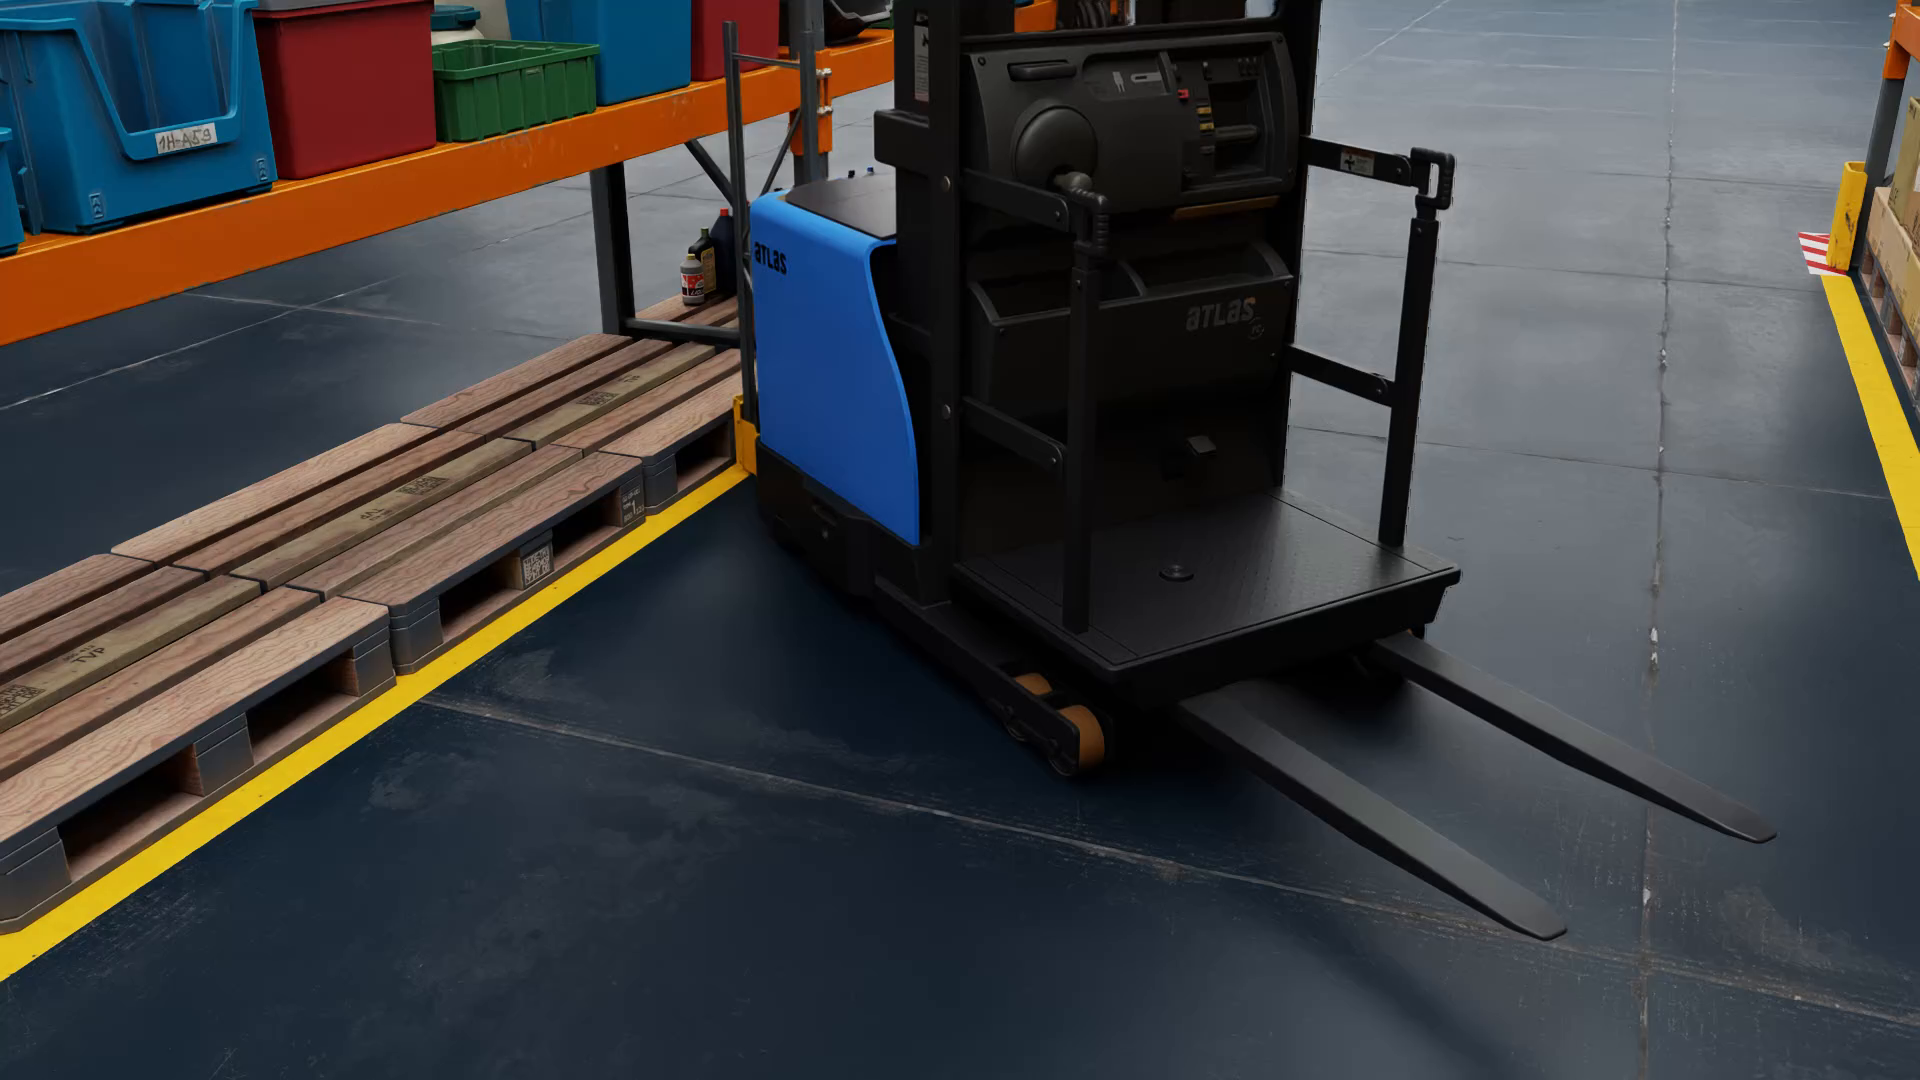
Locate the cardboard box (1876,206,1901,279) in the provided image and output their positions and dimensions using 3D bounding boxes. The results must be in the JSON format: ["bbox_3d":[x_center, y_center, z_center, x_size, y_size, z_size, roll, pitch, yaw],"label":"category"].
[{"bbox_3d":[4.508,-1.338,7.583,0.500,0.250,0.500,9,24,20],"label":"cardboard box"}]

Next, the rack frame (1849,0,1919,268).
[{"bbox_3d":[5.096,-2.752,7.947,1.000,3.000,0.127,9,24,20],"label":"rack frame"}]

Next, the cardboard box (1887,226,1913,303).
[{"bbox_3d":[4.322,-1.159,7.155,0.500,0.250,0.500,9,24,20],"label":"cardboard box"}]

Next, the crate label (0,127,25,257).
[{"bbox_3d":[-1.968,-0.620,3.059,0.303,0.233,0.416,9,24,20],"label":"crate label"}]

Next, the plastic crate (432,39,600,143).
[{"bbox_3d":[-1.372,-1.270,4.673,0.450,0.188,0.662,9,24,20],"label":"plastic crate"}]

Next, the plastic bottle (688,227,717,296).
[{"bbox_3d":[-1.115,-1.200,7.185,0.061,0.283,0.133,10,25,23],"label":"plastic bottle"}]

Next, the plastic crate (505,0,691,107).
[{"bbox_3d":[-1.108,-1.585,5.173,0.392,0.384,0.575,9,24,20],"label":"plastic crate"}]

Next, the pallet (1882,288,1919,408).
[{"bbox_3d":[4.396,-0.751,6.774,1.003,0.211,1.213,9,24,20],"label":"pallet"}]

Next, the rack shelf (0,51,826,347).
[{"bbox_3d":[-1.730,-0.984,4.647,1.077,0.370,4.000,9,24,20],"label":"rack shelf"}]

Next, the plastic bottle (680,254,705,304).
[{"bbox_3d":[-1.142,-1.118,7.094,0.097,0.201,0.097,0,23,0],"label":"plastic bottle"}]

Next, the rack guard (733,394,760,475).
[{"bbox_3d":[-0.588,-0.307,5.637,0.087,0.250,0.587,-16,27,-34],"label":"rack guard"}]

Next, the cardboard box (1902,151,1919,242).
[{"bbox_3d":[4.333,-1.503,7.007,0.500,0.500,0.500,9,24,20],"label":"cardboard box"}]

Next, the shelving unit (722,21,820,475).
[{"bbox_3d":[-0.194,-1.001,5.683,1.083,1.500,0.587,-16,27,-34],"label":"shelving unit"}]

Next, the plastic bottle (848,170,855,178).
[{"bbox_3d":[-0.565,-1.730,8.453,0.061,0.283,0.133,9,24,21],"label":"plastic bottle"}]

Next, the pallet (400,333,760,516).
[{"bbox_3d":[-1.243,-0.458,6.073,1.003,0.211,1.213,9,24,20],"label":"pallet"}]

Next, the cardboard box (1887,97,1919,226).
[{"bbox_3d":[4.507,-1.684,7.440,0.500,0.500,0.500,9,24,20],"label":"cardboard box"}]

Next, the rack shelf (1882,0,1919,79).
[{"bbox_3d":[4.353,-1.705,6.372,1.077,0.370,4.000,9,24,20],"label":"rack shelf"}]

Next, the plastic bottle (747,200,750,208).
[{"bbox_3d":[-0.944,-1.352,7.462,0.144,0.351,0.185,8,24,17],"label":"plastic bottle"}]

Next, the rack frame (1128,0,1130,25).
[{"bbox_3d":[0.499,-3.463,9.648,1.000,3.000,0.127,9,24,20],"label":"rack frame"}]

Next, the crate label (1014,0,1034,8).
[{"bbox_3d":[0.066,-2.782,7.972,0.502,0.435,0.616,9,24,20],"label":"crate label"}]

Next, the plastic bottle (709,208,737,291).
[{"bbox_3d":[-1.016,-1.284,7.298,0.144,0.351,0.185,8,24,19],"label":"plastic bottle"}]

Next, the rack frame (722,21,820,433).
[{"bbox_3d":[-0.592,-0.886,5.404,0.032,1.500,0.500,-16,27,-34],"label":"rack frame"}]

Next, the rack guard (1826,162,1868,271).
[{"bbox_3d":[5.105,-1.607,8.450,1.175,0.500,0.348,9,24,20],"label":"rack guard"}]

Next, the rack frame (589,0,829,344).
[{"bbox_3d":[-0.987,-2.031,6.221,1.000,3.000,0.127,9,24,20],"label":"rack frame"}]

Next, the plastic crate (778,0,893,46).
[{"bbox_3d":[-0.675,-2.172,6.638,0.767,0.338,0.504,9,24,20],"label":"plastic crate"}]

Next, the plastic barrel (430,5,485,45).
[{"bbox_3d":[-1.621,-1.516,5.167,0.301,0.262,0.301,0,23,0],"label":"plastic barrel"}]

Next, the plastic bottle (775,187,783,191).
[{"bbox_3d":[-0.824,-1.468,7.739,0.144,0.351,0.185,9,24,20],"label":"plastic bottle"}]

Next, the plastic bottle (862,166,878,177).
[{"bbox_3d":[-0.464,-1.803,8.643,0.097,0.271,0.097,0,23,0],"label":"plastic bottle"}]

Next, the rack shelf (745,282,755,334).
[{"bbox_3d":[-0.186,-0.836,5.755,1.000,0.185,0.538,-16,27,-34],"label":"rack shelf"}]

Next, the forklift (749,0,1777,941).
[{"bbox_3d":[0.550,-1.000,3.842,1.130,2.935,3.031,-13,26,-28],"label":"forklift"}]

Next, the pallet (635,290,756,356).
[{"bbox_3d":[-0.699,-0.979,7.320,1.003,0.211,1.213,9,24,20],"label":"pallet"}]

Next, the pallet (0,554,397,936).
[{"bbox_3d":[-2.149,0.415,3.982,1.003,0.211,1.213,9,24,20],"label":"pallet"}]

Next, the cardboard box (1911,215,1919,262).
[{"bbox_3d":[4.131,-1.327,6.584,0.500,0.500,0.500,9,24,20],"label":"cardboard box"}]

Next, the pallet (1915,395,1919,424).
[{"bbox_3d":[3.945,-0.313,5.725,1.003,0.211,1.213,9,24,20],"label":"pallet"}]

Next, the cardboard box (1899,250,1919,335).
[{"bbox_3d":[4.132,-0.981,6.729,0.500,0.250,0.500,9,24,20],"label":"cardboard box"}]

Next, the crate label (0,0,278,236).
[{"bbox_3d":[-1.853,-0.933,3.546,0.502,0.435,0.616,9,24,20],"label":"crate label"}]

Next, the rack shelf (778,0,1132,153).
[{"bbox_3d":[-0.244,-2.415,8.073,1.077,0.370,4.000,9,24,20],"label":"rack shelf"}]

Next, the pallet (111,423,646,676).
[{"bbox_3d":[-1.694,-0.020,5.024,1.003,0.211,1.213,9,24,20],"label":"pallet"}]

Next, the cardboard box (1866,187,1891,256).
[{"bbox_3d":[4.691,-1.517,8.013,0.500,0.250,0.500,9,24,20],"label":"cardboard box"}]

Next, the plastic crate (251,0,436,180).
[{"bbox_3d":[-1.589,-1.164,4.062,0.402,0.464,0.583,9,24,20],"label":"plastic crate"}]

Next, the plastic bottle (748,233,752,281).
[{"bbox_3d":[-0.882,-1.263,7.248,0.144,0.351,0.185,9,24,20],"label":"plastic bottle"}]

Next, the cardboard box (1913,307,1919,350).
[{"bbox_3d":[3.947,-0.802,6.300,0.500,0.250,0.500,9,24,20],"label":"cardboard box"}]

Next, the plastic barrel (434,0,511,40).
[{"bbox_3d":[-1.546,-1.783,5.451,0.433,0.535,0.433,0,23,0],"label":"plastic barrel"}]

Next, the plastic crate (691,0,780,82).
[{"bbox_3d":[-0.883,-1.844,5.689,0.402,0.464,0.583,9,24,20],"label":"plastic crate"}]

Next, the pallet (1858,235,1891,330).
[{"bbox_3d":[4.851,-1.186,7.815,1.003,0.211,1.213,9,24,20],"label":"pallet"}]

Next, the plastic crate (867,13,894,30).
[{"bbox_3d":[-0.221,-2.379,7.328,0.450,0.188,0.662,9,24,20],"label":"plastic crate"}]
